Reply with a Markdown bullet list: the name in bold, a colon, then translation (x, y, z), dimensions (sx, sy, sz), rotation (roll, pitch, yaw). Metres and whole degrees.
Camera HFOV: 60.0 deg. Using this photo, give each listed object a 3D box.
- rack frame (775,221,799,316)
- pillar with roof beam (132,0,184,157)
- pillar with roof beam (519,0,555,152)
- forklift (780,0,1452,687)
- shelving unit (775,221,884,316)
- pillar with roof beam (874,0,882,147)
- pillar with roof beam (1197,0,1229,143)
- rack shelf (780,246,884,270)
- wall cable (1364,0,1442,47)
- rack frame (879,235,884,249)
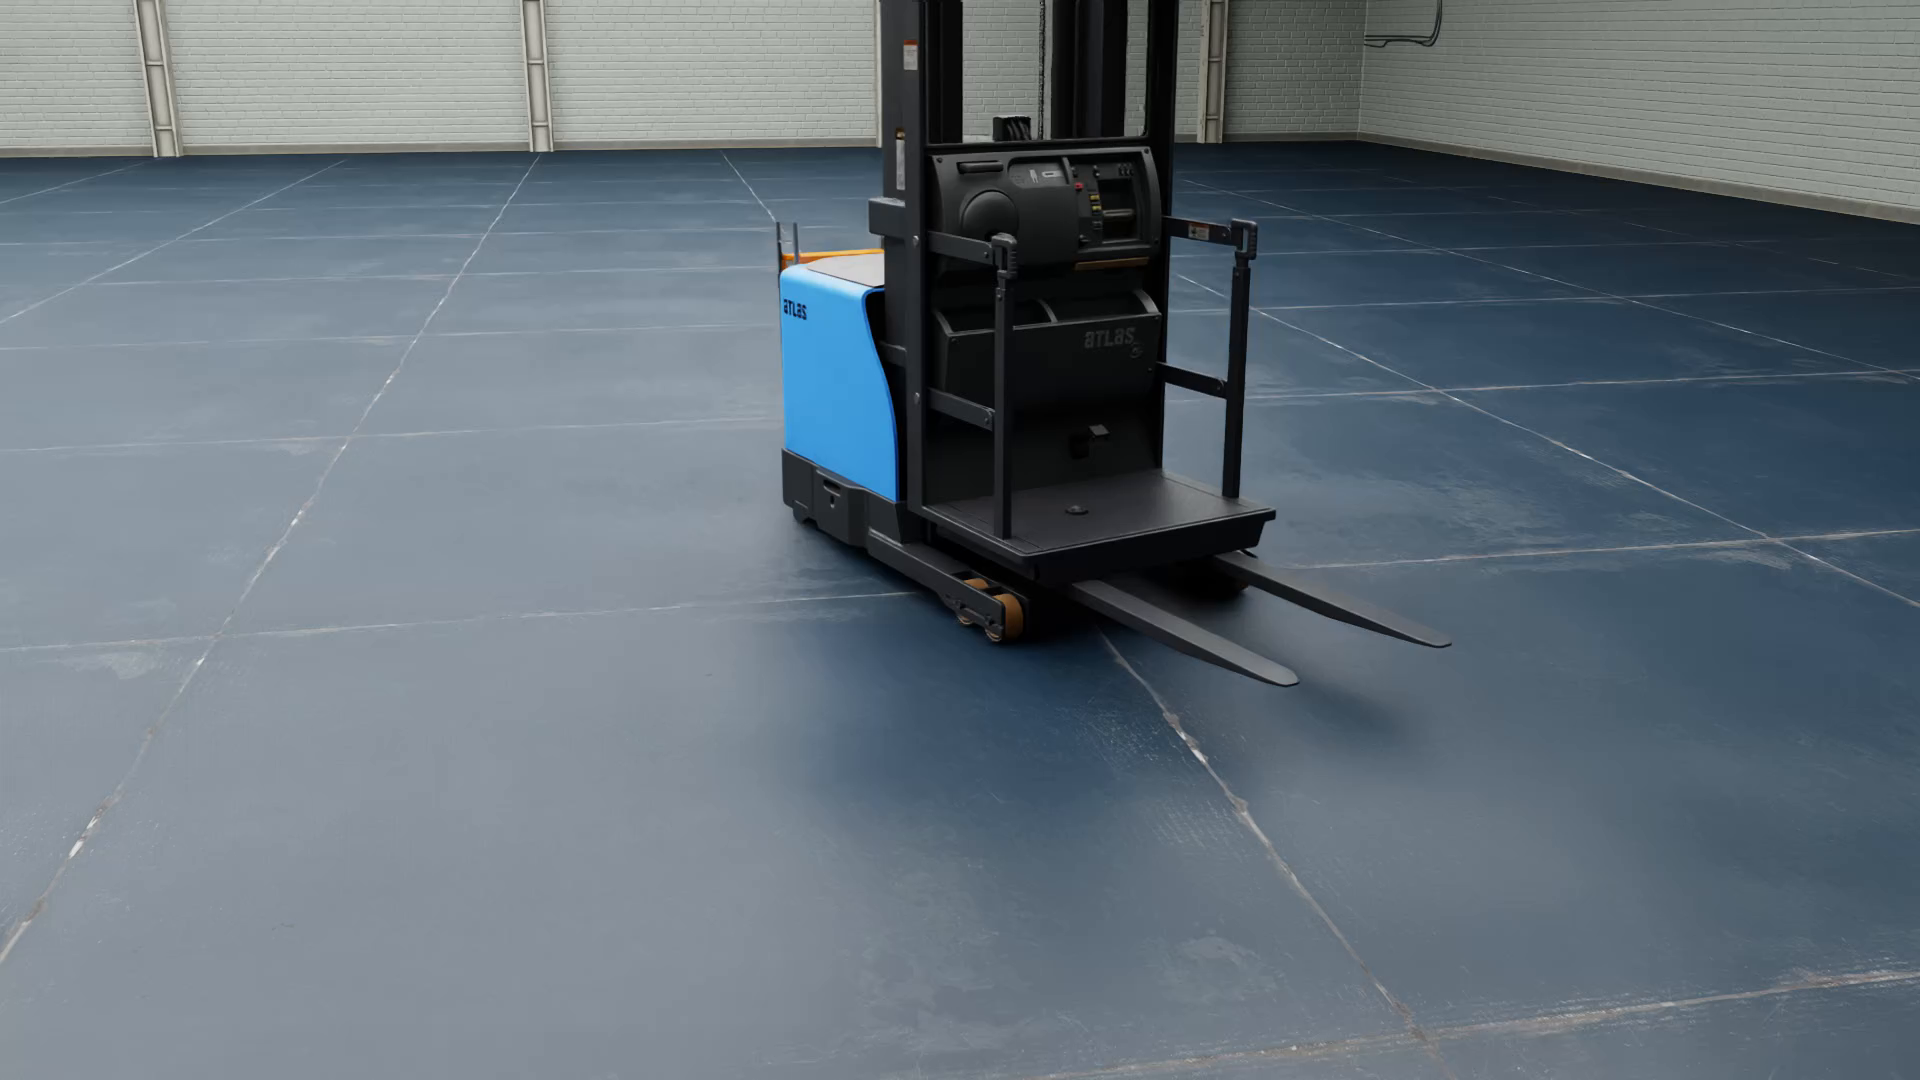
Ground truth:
- **rack frame**: translation (-0.729, -0.783, 7.285), dimensions (0.015, 1.200, 0.240), rotation (-8, 14, -24)
- **pillar with roof beam**: translation (-12.248, -9.406, 22.108), dimensions (0.400, 9.000, 9.100), rotation (-3, 17, -10)
- **pillar with roof beam**: translation (-6.357, -9.740, 23.196), dimensions (0.400, 9.000, 9.100), rotation (-3, 17, -10)
- **forklift**: translation (0.431, -1.207, 5.749), dimensions (1.130, 2.935, 3.031), rotation (-10, 20, -29)
- **shelving unit**: translation (-0.509, -0.814, 7.386), dimensions (0.503, 1.200, 0.258), rotation (-8, 14, -24)
- **pillar with roof beam**: translation (-0.466, -10.074, 24.285), dimensions (0.400, 9.000, 9.100), rotation (-3, 17, -10)
- **pillar with roof beam**: translation (5.425, -10.408, 25.373), dimensions (0.400, 9.000, 9.100), rotation (-3, 17, -10)
- **rack shelf**: translation (-0.522, -1.196, 7.297), dimensions (0.480, 0.148, 0.258), rotation (-8, 14, -24)
- **wall cable**: translation (7.752, -9.948, 29.162), dimensions (0.112, 2.526, 3.097), rotation (-3, 17, -10)
- **rack frame**: translation (-0.289, -0.845, 7.487), dimensions (0.015, 1.200, 0.240), rotation (-8, 14, -24)
